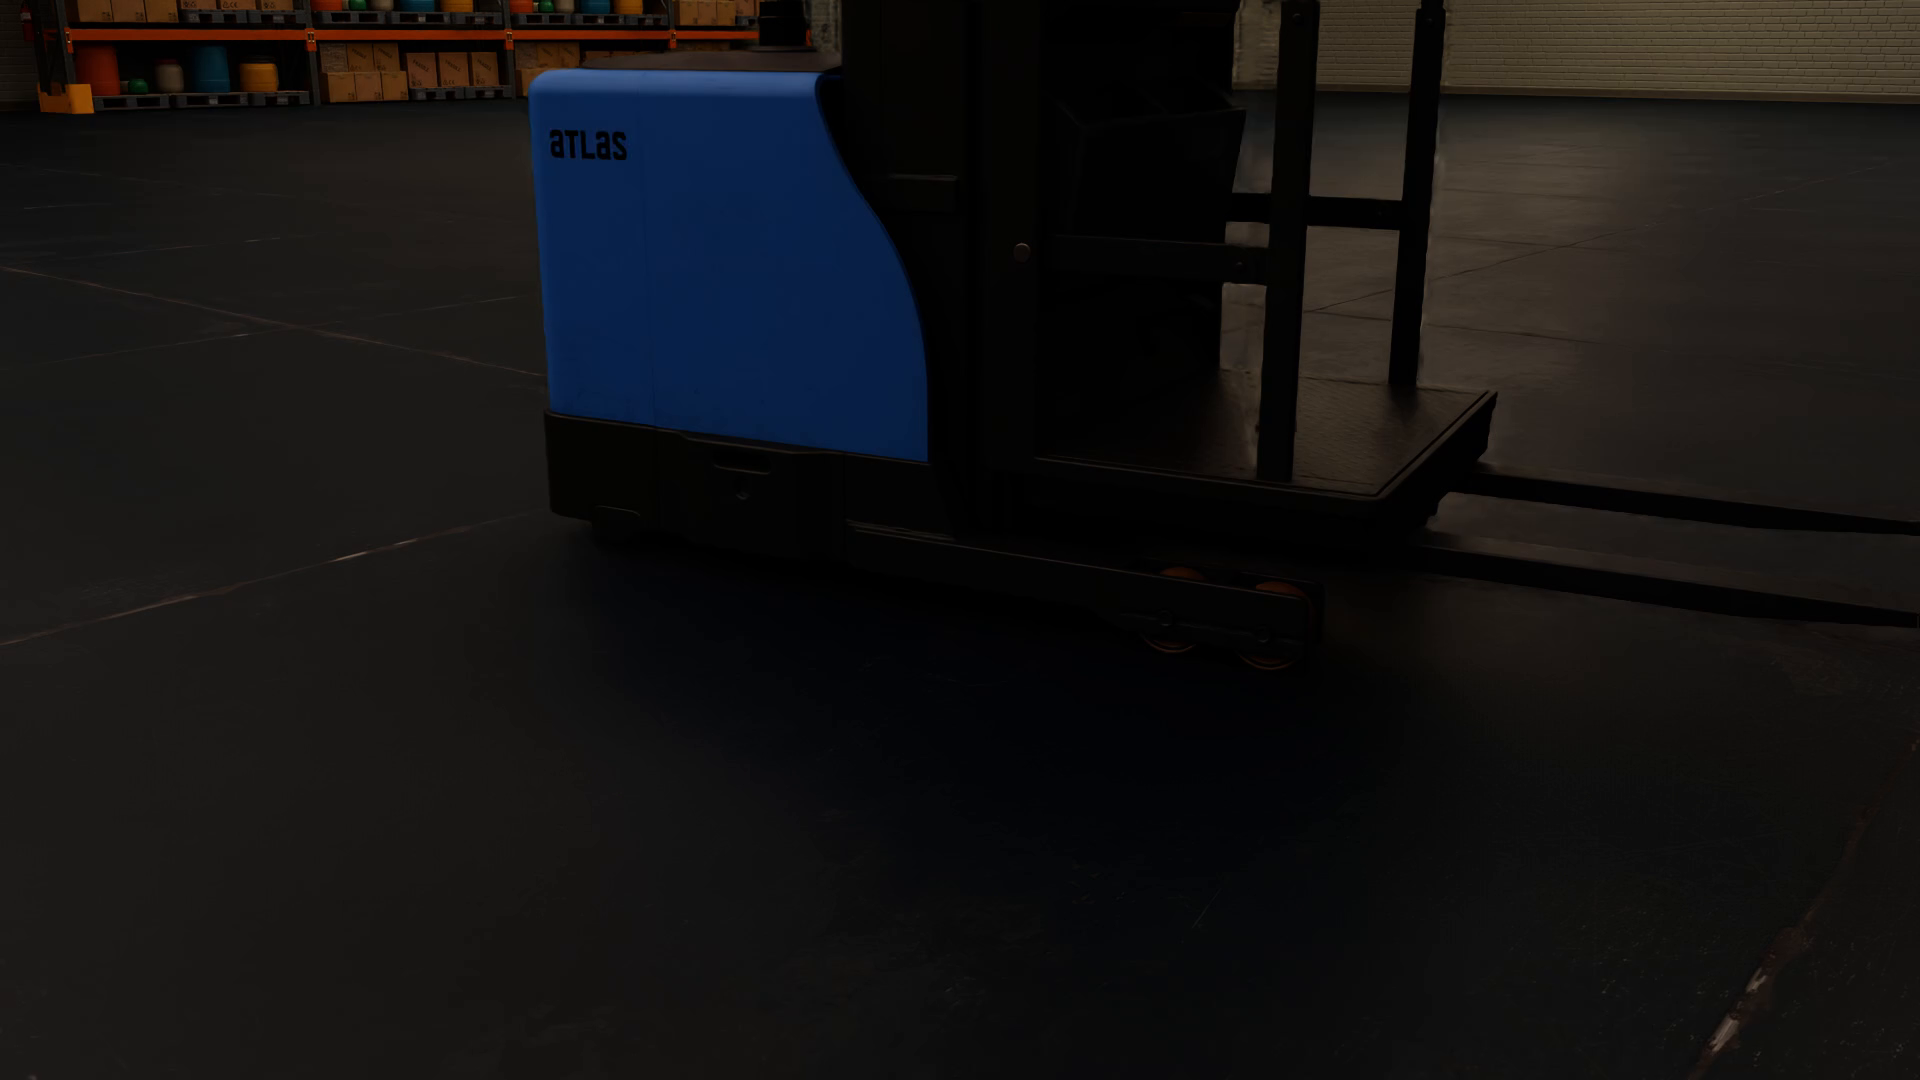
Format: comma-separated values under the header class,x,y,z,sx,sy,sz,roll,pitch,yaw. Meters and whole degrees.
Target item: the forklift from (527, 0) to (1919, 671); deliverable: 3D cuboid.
class,x,y,z,sx,sy,sz,roll,pitch,yaw
forklift,0.574,-1.332,3.284,3.031,2.935,1.130,9,19,26
